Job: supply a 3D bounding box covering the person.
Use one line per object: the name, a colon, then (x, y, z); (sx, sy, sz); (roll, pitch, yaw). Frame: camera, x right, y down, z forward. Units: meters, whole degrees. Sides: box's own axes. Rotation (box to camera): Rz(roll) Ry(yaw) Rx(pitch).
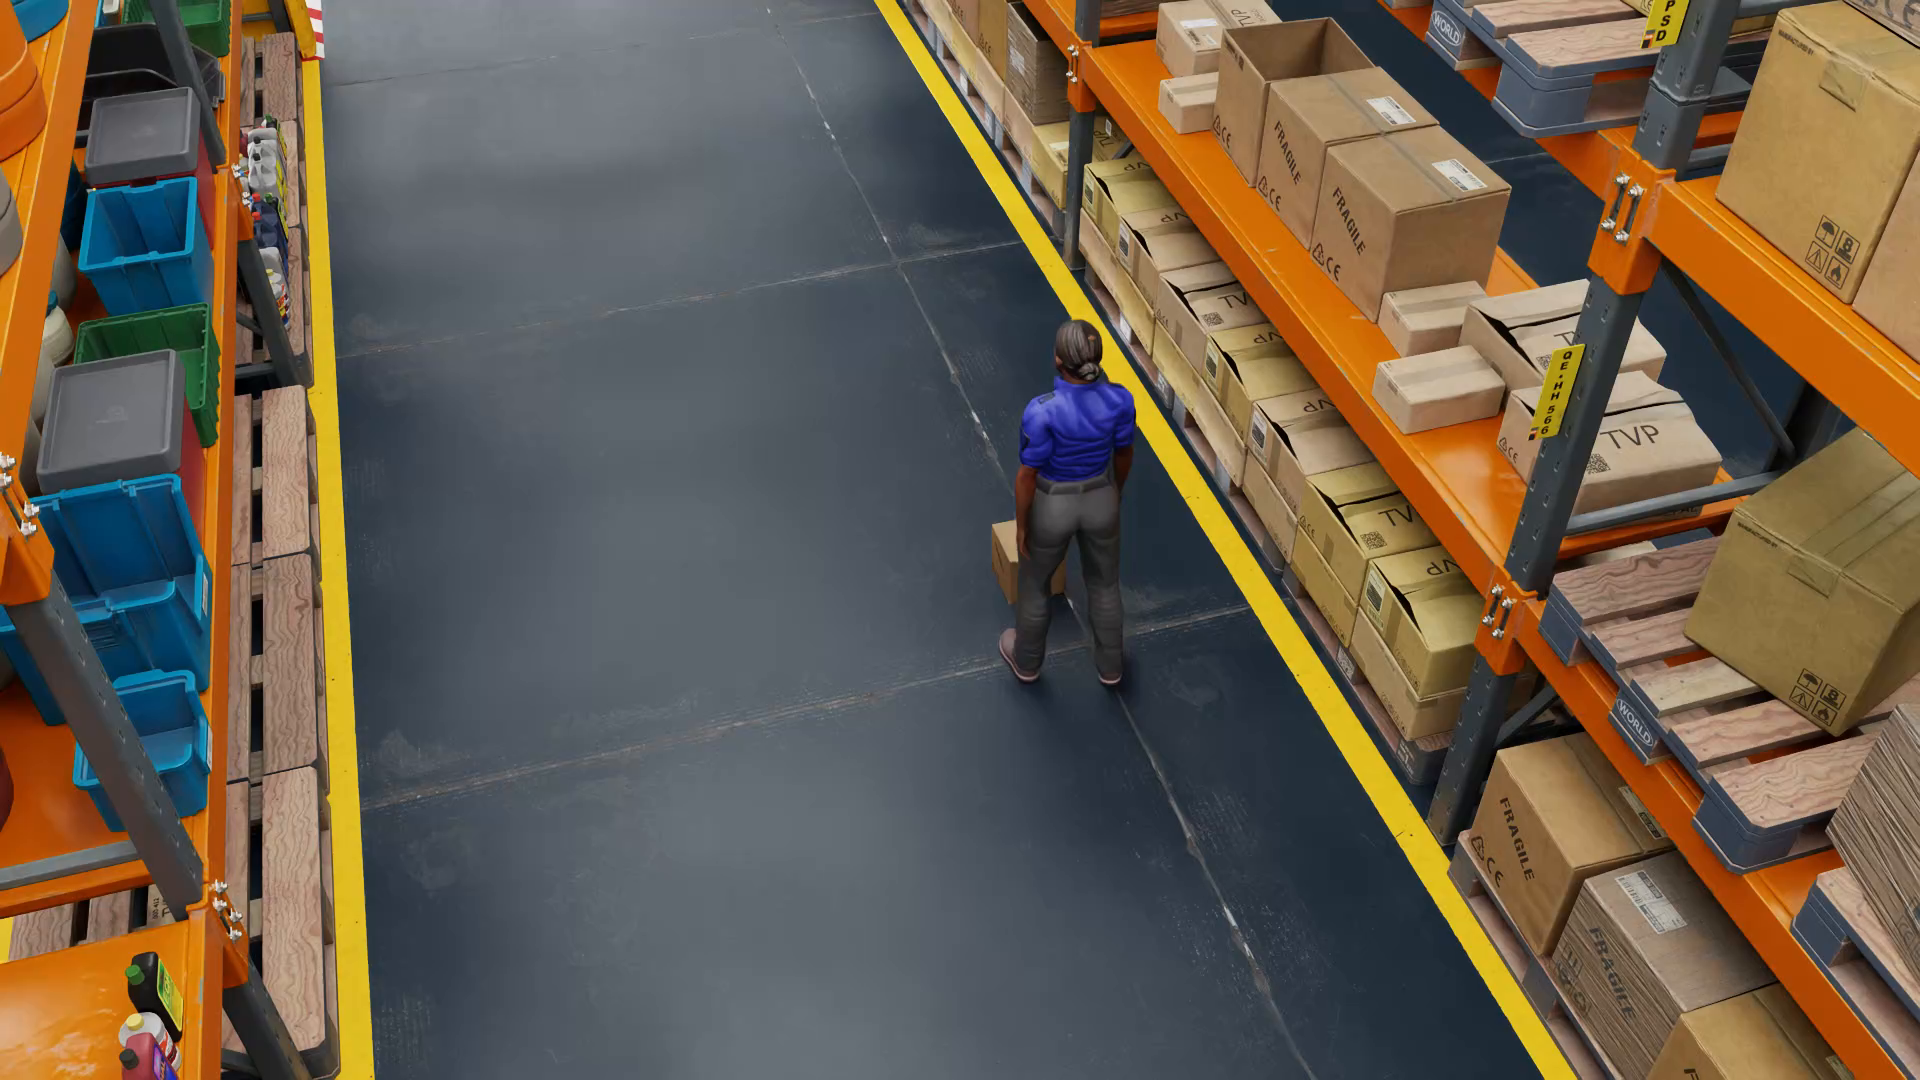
person: (0.433, -0.116, 6.286); (0.503, 1.659, 0.413); (-12, 44, -13)
